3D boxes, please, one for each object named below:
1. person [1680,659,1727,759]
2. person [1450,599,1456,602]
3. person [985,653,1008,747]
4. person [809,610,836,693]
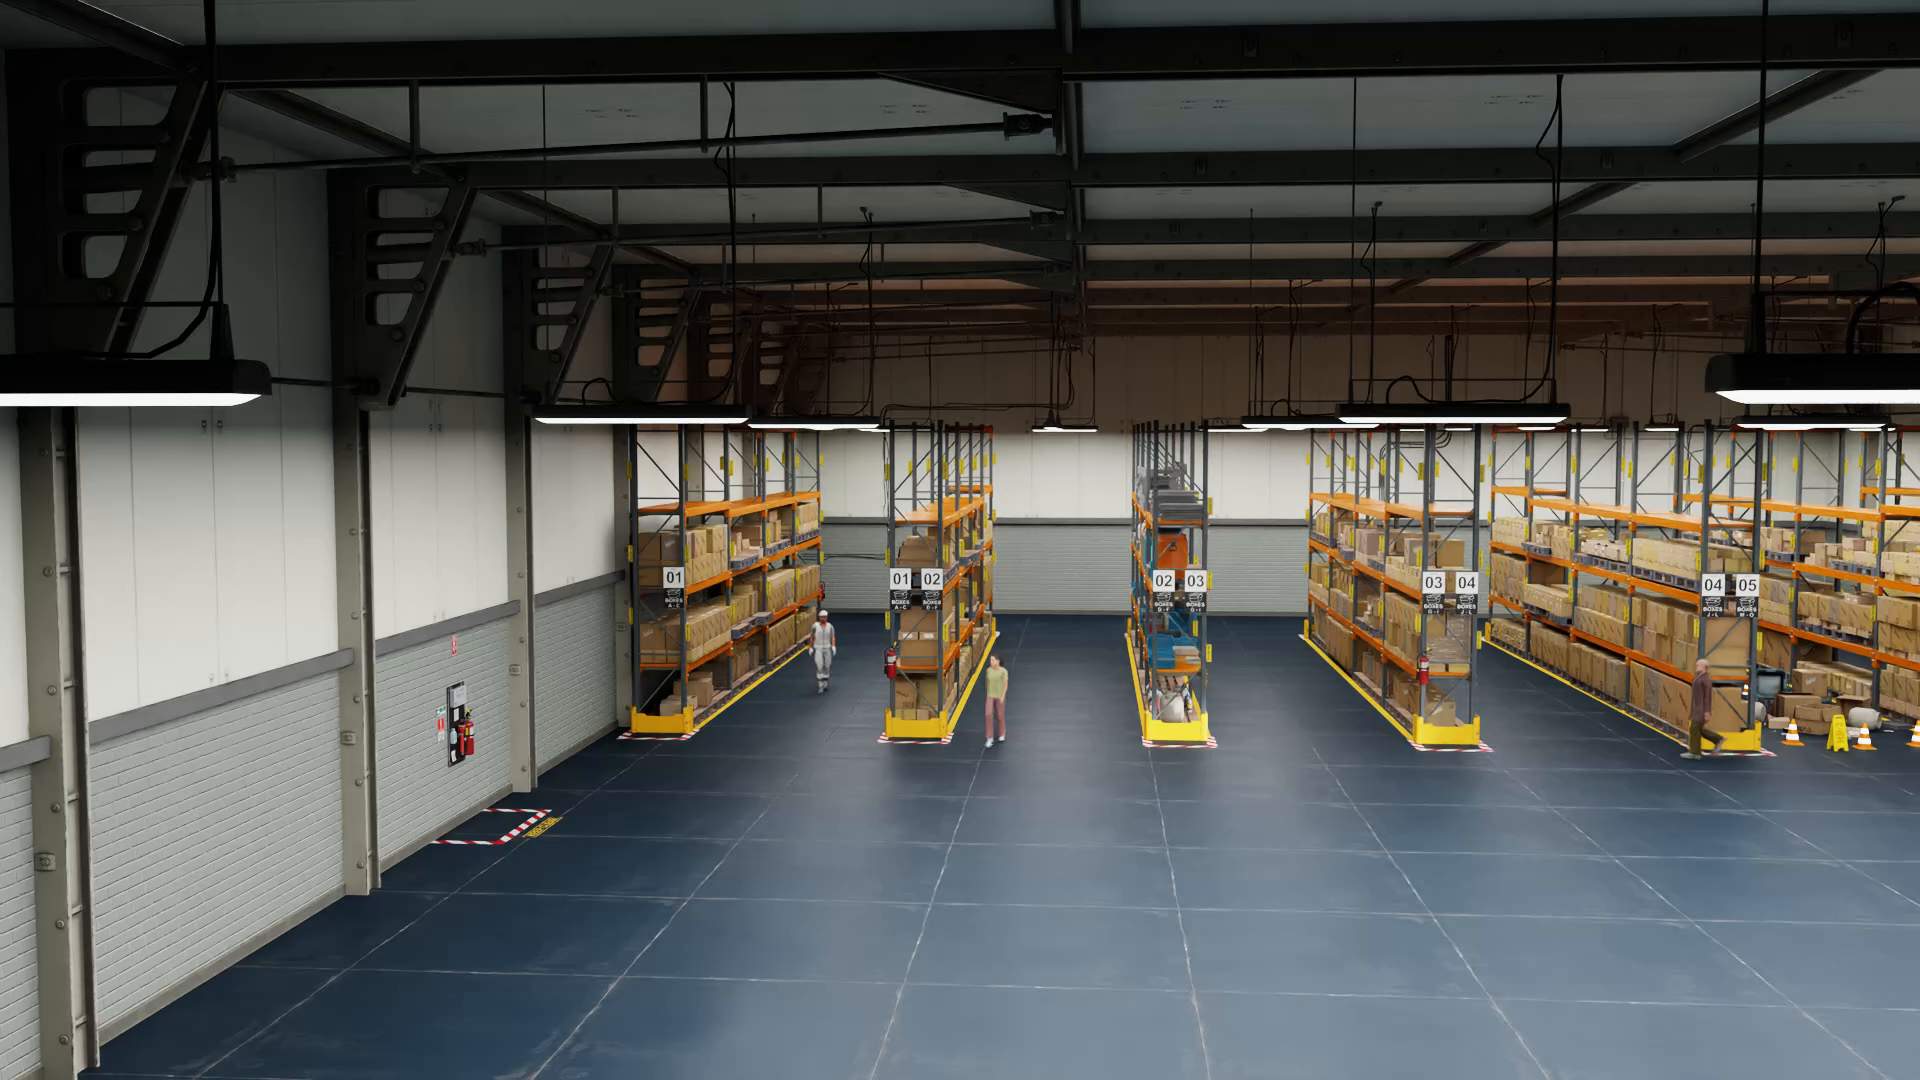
[{"bbox_3d":[13.137,2.973,29.318,0.879,1.755,0.572,0,4,2],"label":"person"},{"bbox_3d":[13.195,2.035,45.146,0.749,1.684,0.634,1,4,13],"label":"person"},{"bbox_3d":[0.658,2.950,30.829,0.461,1.687,0.771,1,4,18],"label":"person"},{"bbox_3d":[-3.041,2.488,37.172,0.571,1.807,0.694,-1,4,-20],"label":"person"}]
